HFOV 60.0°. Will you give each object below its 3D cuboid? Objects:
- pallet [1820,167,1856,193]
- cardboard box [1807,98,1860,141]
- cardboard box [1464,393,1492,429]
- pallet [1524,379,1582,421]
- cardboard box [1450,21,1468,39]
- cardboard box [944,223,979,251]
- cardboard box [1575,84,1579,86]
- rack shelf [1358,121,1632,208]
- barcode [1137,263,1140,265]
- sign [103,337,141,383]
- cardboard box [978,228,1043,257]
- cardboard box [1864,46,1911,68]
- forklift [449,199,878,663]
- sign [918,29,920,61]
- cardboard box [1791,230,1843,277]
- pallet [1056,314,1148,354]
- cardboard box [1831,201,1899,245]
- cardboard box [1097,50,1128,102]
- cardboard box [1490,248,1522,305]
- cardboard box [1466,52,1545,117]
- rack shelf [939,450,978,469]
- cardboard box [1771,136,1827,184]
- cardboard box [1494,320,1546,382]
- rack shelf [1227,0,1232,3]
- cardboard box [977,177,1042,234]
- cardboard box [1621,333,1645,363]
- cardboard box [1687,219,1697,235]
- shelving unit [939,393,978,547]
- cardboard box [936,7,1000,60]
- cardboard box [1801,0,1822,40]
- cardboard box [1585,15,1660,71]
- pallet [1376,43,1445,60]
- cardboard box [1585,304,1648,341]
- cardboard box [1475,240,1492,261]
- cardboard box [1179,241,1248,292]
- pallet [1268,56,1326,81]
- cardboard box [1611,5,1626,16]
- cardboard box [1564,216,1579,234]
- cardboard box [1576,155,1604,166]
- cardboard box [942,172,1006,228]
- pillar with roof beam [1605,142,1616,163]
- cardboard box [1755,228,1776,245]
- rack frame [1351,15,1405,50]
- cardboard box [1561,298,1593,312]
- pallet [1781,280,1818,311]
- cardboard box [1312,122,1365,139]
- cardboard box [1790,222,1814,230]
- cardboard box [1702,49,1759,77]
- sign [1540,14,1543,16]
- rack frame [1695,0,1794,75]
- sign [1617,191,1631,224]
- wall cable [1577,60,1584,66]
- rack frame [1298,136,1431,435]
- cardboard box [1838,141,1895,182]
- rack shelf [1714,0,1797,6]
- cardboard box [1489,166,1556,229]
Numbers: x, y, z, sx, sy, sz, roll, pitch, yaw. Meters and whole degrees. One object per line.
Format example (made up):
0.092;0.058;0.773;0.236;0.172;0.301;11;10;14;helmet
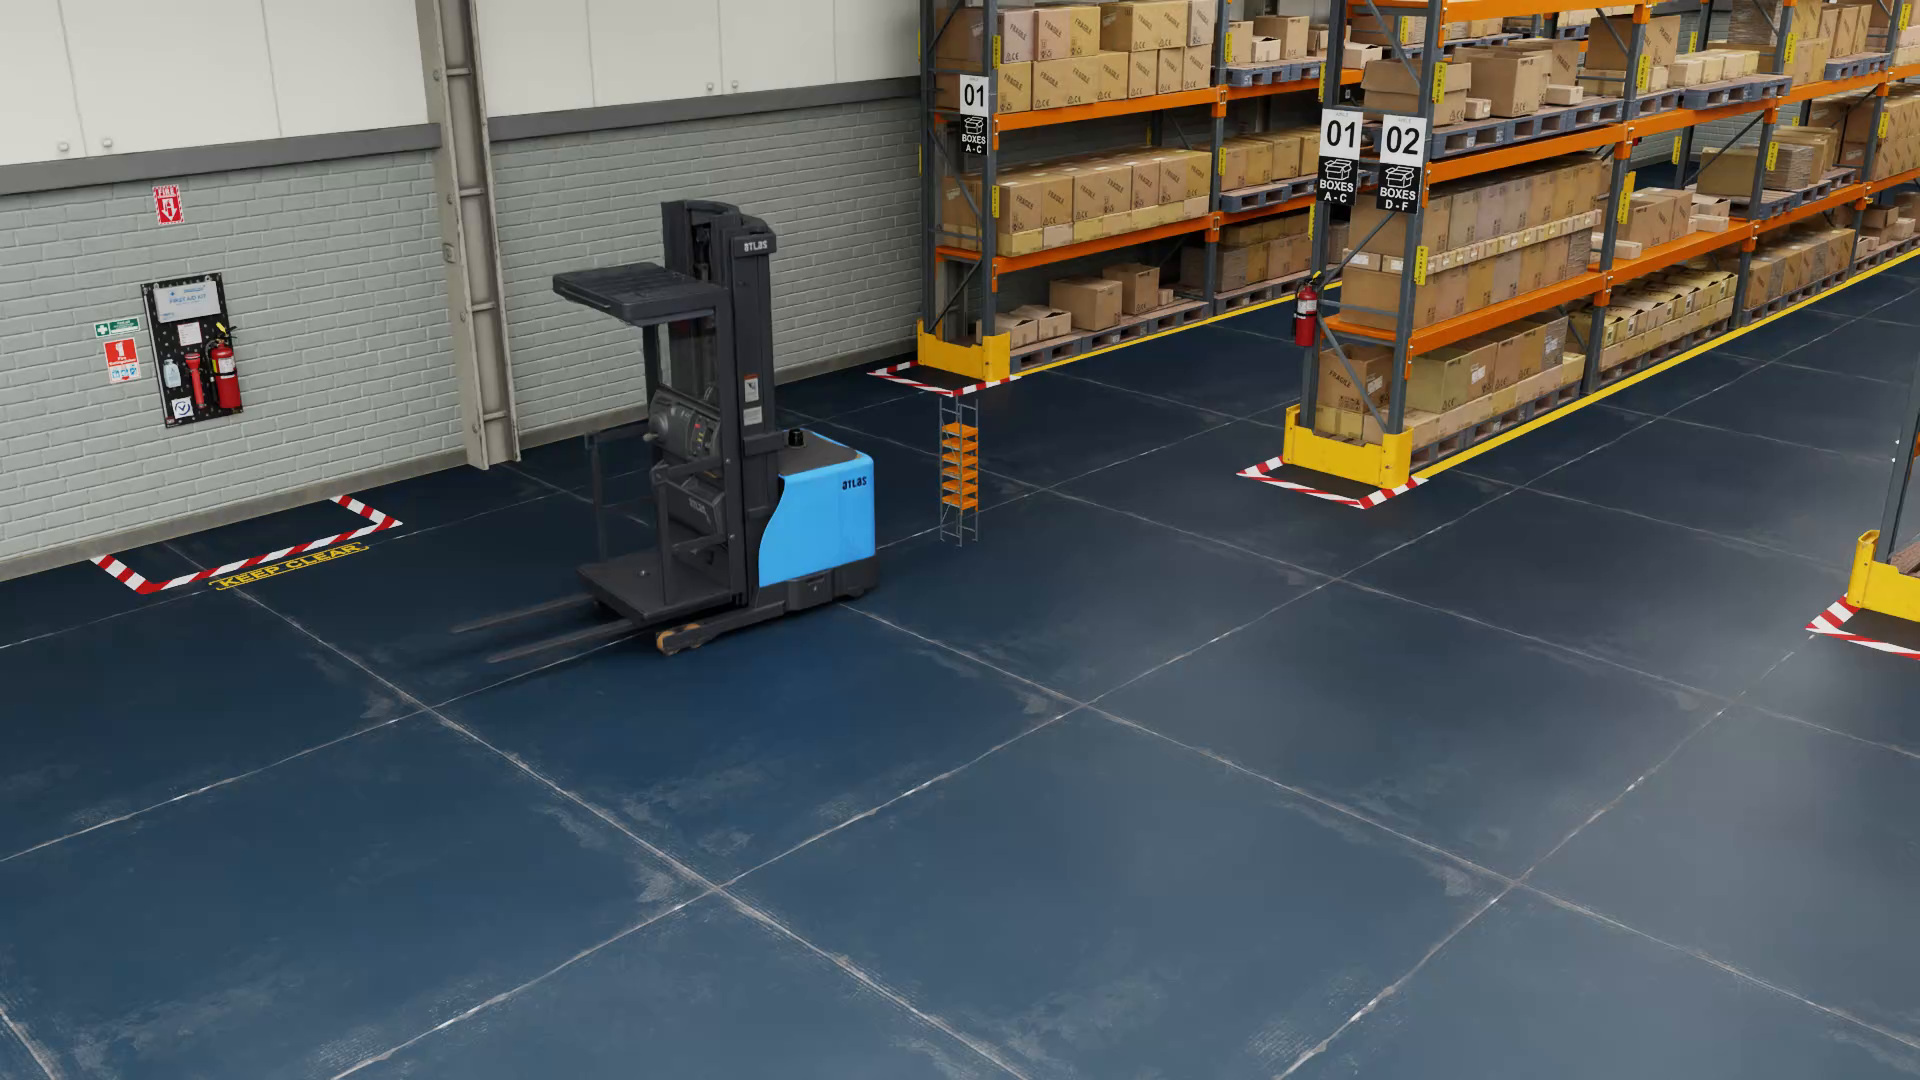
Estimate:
11.268;-4.854;22.290;1.003;0.211;1.213;19;28;41;pallet
12.070;-5.830;23.029;0.500;0.500;0.500;19;28;41;cardboard box
4.761;-1.290;15.996;0.500;0.250;0.500;19;28;41;cardboard box
5.738;-1.570;17.365;1.003;0.211;1.213;19;28;41;pallet
6.921;-7.542;24.083;0.700;0.500;0.500;19;28;41;cardboard box
0.167;-3.384;18.379;0.500;0.250;0.500;-20;28;-41;cardboard box
10.294;-7.205;27.722;0.980;0.700;0.700;19;28;40;cardboard box
4.927;-3.616;15.622;1.077;0.370;4.000;19;28;41;rack shelf
2.222;-3.413;20.699;0.001;0.075;0.075;19;28;41;barcode
-6.548;-1.405;12.999;0.001;0.329;0.234;19;28;41;sign
0.548;-3.261;18.060;0.500;0.250;0.500;18;28;39;cardboard box
12.420;-6.515;22.372;0.500;0.250;0.500;19;28;41;cardboard box
-2.093;-0.787;11.536;3.031;2.935;1.130;-16;26;-35;forklift
-0.404;-5.234;17.595;0.100;0.325;0.005;19;28;41;sign
11.413;-3.837;22.247;0.500;0.500;0.500;19;28;41;cardboard box
1.476;-2.506;19.800;1.003;0.211;1.213;19;28;41;pallet
13.210;-4.646;24.348;0.797;0.503;0.637;19;28;41;cardboard box
1.511;-5.162;18.476;0.500;0.500;0.500;-18;27;-39;cardboard box
4.945;-2.599;16.017;0.500;0.500;0.700;-19;28;-40;cardboard box
4.886;-4.104;14.970;0.500;0.500;0.500;19;28;41;cardboard box
-0.010;-0.627;13.323;0.258;0.103;0.180;19;28;41;rack shelf
10.715;-4.895;21.404;0.700;0.500;0.500;12;24;27;cardboard box
5.452;-1.899;16.536;0.500;0.500;0.500;19;28;41;cardboard box
4.166;-7.096;21.054;1.077;0.370;4.000;19;28;41;rack shelf
0.528;-3.613;17.929;0.500;0.500;0.500;19;28;41;cardboard box
7.139;-2.151;18.236;0.500;0.250;0.500;-19;28;-41;cardboard box
8.264;-3.634;19.200;0.250;0.149;0.380;-18;27;-38;cardboard box
-0.010;-0.556;13.350;0.258;1.200;0.189;19;28;41;shelving unit
0.094;-5.375;17.637;0.500;0.500;0.500;-19;28;-40;cardboard box
10.133;-6.380;20.278;0.500;0.500;0.500;19;28;41;cardboard box
6.781;-5.090;17.035;0.500;0.500;0.500;20;29;41;cardboard box
5.972;-6.823;23.228;1.003;0.211;1.213;-19;28;-40;pallet
7.142;-2.411;18.132;0.500;0.311;0.500;19;28;40;cardboard box
4.679;-2.699;15.373;0.380;0.149;0.250;18;27;39;cardboard box
3.272;-3.536;21.465;0.500;0.500;0.700;-19;28;-40;cardboard box
3.999;-6.016;21.127;1.213;0.211;1.003;19;28;41;pallet
10.459;-8.573;27.001;0.500;0.250;0.500;18;27;39;cardboard box
5.931;-3.160;16.572;0.380;0.149;0.250;18;28;39;cardboard box
10.588;-6.371;27.965;0.250;0.149;0.380;-19;28;-41;cardboard box
0.157;-3.740;18.259;0.500;0.500;0.500;19;28;40;cardboard box
15.490;-10.022;27.107;9.100;9.000;0.400;19;28;41;pillar with roof beam
10.344;-4.061;21.785;0.500;0.250;0.500;19;28;40;cardboard box
5.561;-8.133;22.191;1.000;3.000;0.127;19;28;41;rack frame
6.758;-2.551;18.496;0.500;0.311;0.500;-19;28;-41;cardboard box
10.512;-3.286;21.831;1.003;0.211;1.213;19;28;41;pallet
5.240;-5.461;22.850;0.700;0.500;0.500;15;26;35;cardboard box
11.391;-4.097;22.924;0.500;0.500;0.500;18;27;38;cardboard box
8.837;-5.489;19.117;0.500;0.250;0.500;17;27;37;cardboard box
8.747;-8.016;24.908;0.100;0.325;0.005;19;28;41;sign
9.113;-6.894;18.968;1.000;3.000;0.127;19;28;41;rack frame
6.721;-3.368;16.839;0.100;0.325;0.005;19;28;41;sign
11.357;-8.429;29.908;0.084;1.984;1.851;19;28;41;wall cable
3.532;-2.037;14.694;1.000;3.000;0.127;19;28;41;rack frame
12.454;-5.231;22.865;0.500;0.500;0.500;-19;28;-41;cardboard box
10.508;-6.886;20.506;1.077;0.370;4.000;19;28;41;rack shelf
5.316;-3.343;16.144;0.700;0.500;0.500;19;28;41;cardboard box
